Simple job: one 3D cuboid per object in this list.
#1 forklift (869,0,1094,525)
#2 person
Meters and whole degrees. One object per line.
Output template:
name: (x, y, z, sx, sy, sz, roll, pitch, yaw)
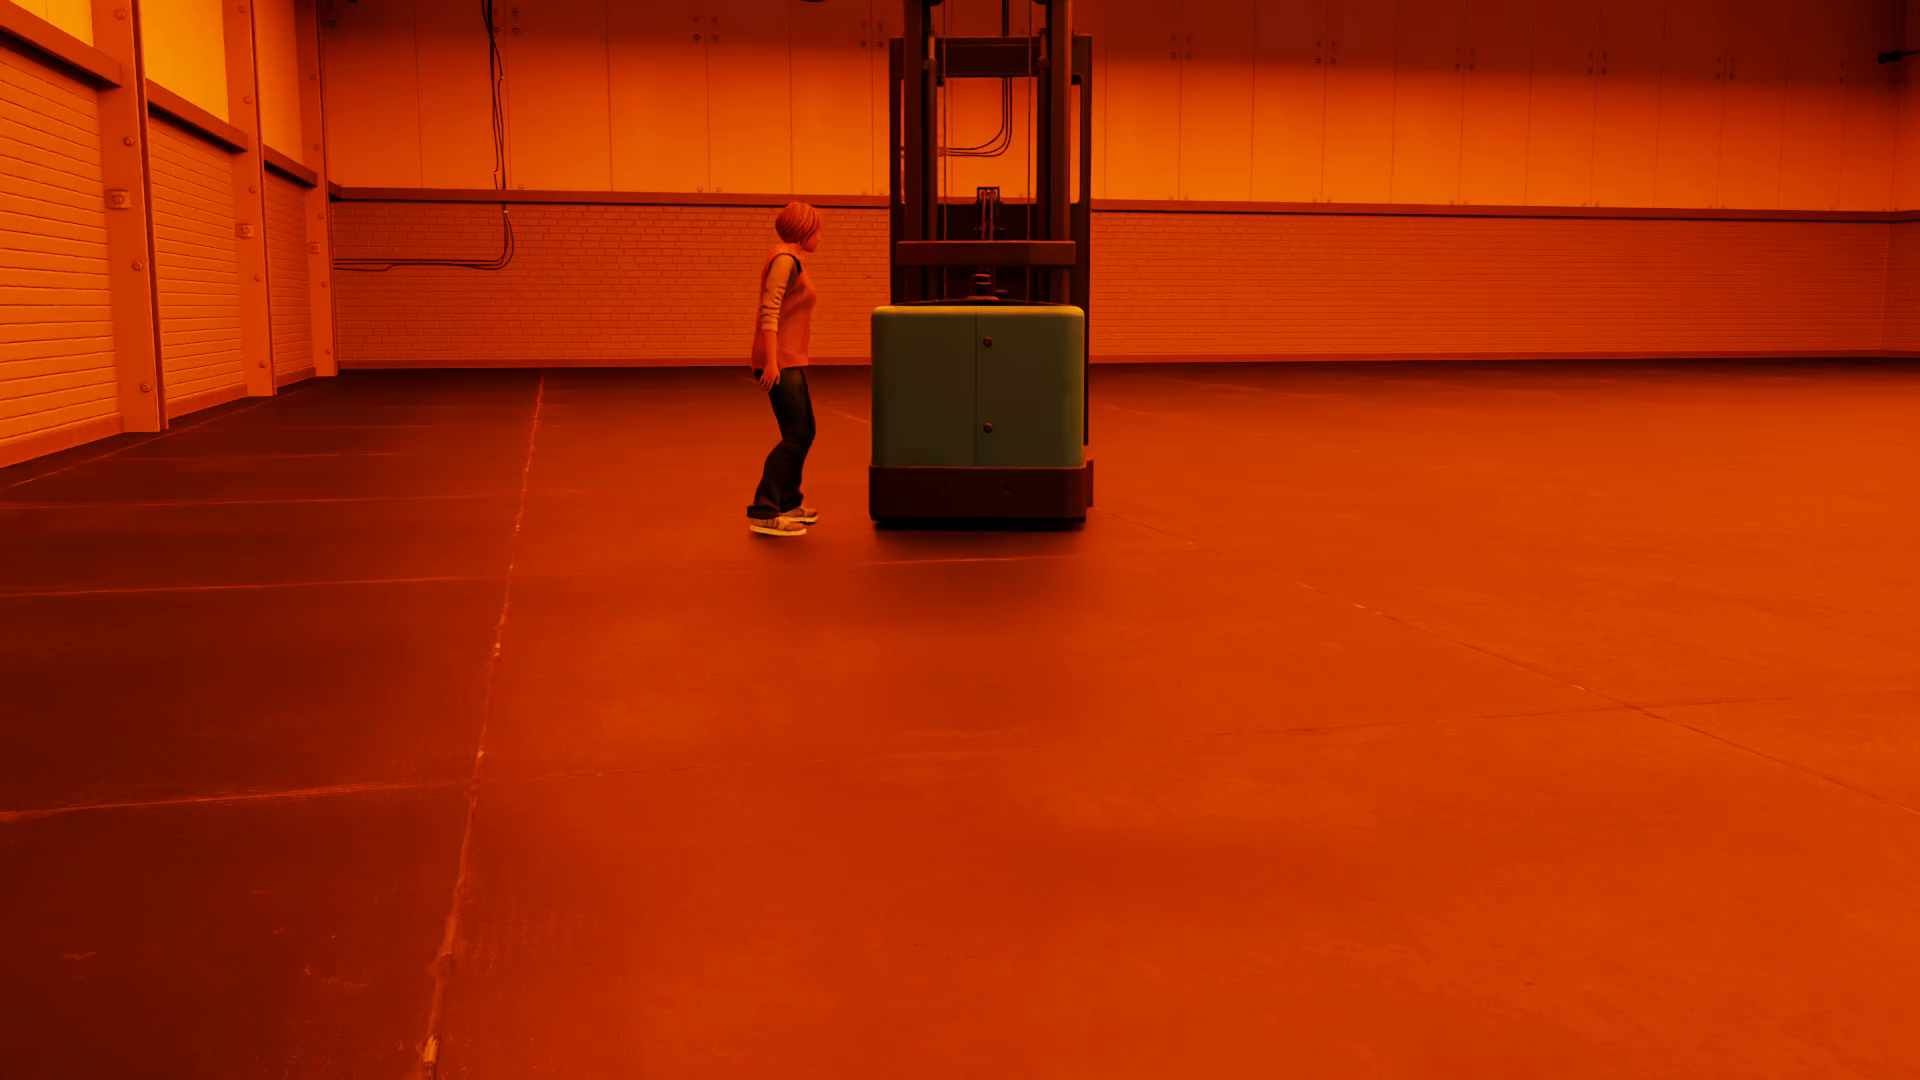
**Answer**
forklift: (0.182, -1.697, 9.257, 1.130, 2.935, 3.031, 1, 8, 4)
person: (-0.835, -0.814, 7.922, 0.381, 1.570, 0.728, -1, 8, -6)
